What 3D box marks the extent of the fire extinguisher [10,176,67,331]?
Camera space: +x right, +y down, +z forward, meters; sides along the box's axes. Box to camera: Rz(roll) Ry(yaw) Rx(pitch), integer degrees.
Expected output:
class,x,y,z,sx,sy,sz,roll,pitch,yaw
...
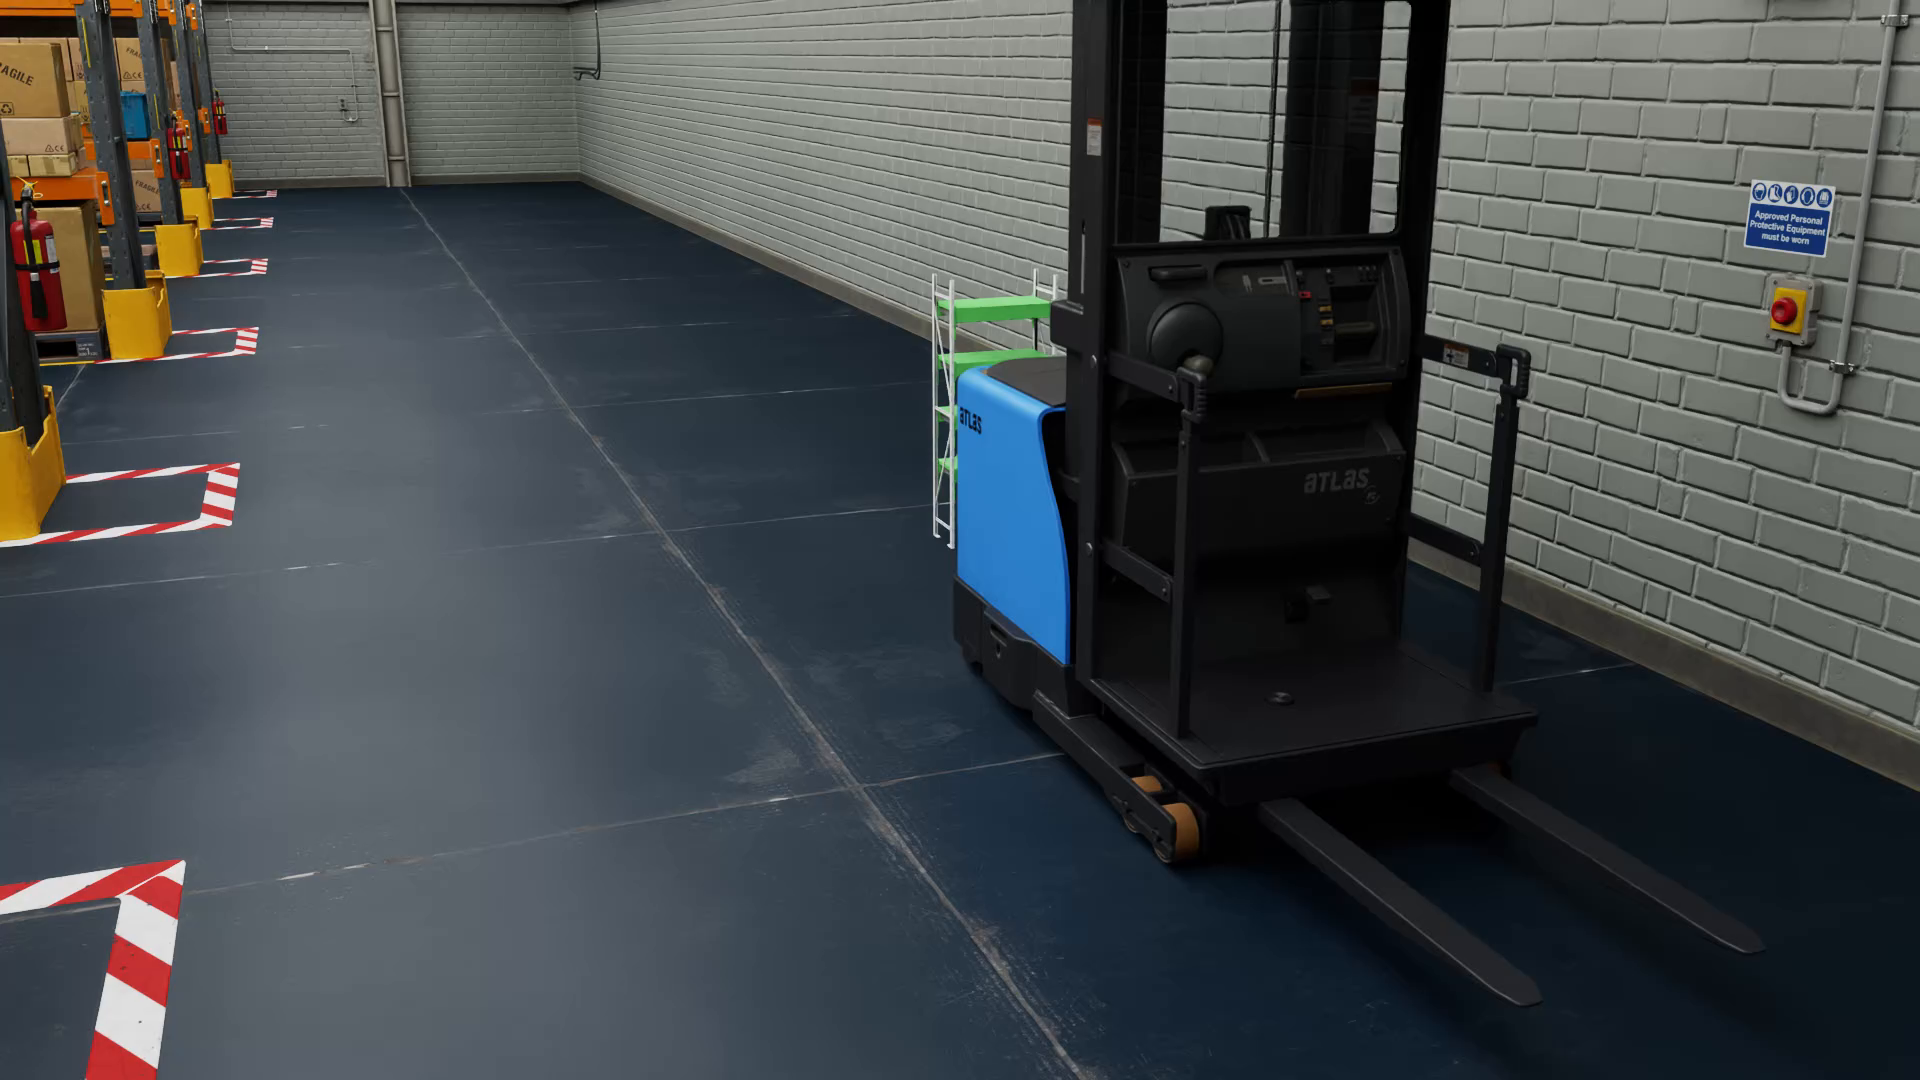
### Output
class,x,y,z,sx,sy,sz,roll,pitch,yaw
fire extinguisher,-4.134,-1.280,7.432,0.183,0.674,0.296,-6,17,-20

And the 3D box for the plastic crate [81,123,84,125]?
class,x,y,z,sx,sy,sz,roll,pitch,yaw
plastic crate,-8.683,-3.983,16.198,0.243,0.136,0.396,-6,17,-20

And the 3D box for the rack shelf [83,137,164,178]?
class,x,y,z,sx,sy,sz,roll,pitch,yaw
rack shelf,-9.854,-3.663,16.027,4.000,0.370,1.077,-6,17,-20

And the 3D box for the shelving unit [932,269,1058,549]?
class,x,y,z,sx,sy,sz,roll,pitch,yaw
shelving unit,0.155,-0.592,7.486,0.503,1.200,0.258,-6,17,-20

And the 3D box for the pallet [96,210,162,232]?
class,x,y,z,sx,sy,sz,roll,pitch,yaw
pallet,-10.571,-4.088,21.144,1.213,0.211,1.003,-6,17,-20

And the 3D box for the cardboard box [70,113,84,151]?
class,x,y,z,sx,sy,sz,roll,pitch,yaw
cardboard box,-6.759,-3.001,12.231,0.500,0.250,0.500,-7,18,-22

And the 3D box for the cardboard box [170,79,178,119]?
class,x,y,z,sx,sy,sz,roll,pitch,yaw
cardboard box,-10.264,-5.587,21.121,0.500,0.500,0.500,-6,17,-19

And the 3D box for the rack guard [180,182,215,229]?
class,x,y,z,sx,sy,sz,roll,pitch,yaw
rack guard,-9.827,-4.307,21.377,0.348,0.500,1.175,-6,17,-20

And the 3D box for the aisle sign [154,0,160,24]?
class,x,y,z,sx,sy,sz,roll,pitch,yaw
aisle sign,-8.026,-5.543,16.536,0.004,0.787,0.394,-6,17,-20

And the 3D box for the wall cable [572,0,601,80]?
class,x,y,z,sx,sy,sz,roll,pitch,yaw
wall cable,-6.122,-8.682,26.702,0.112,2.526,3.097,-6,17,-20

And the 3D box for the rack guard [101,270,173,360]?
class,x,y,z,sx,sy,sz,roll,pitch,yaw
rack guard,-6.192,-1.710,12.535,0.348,0.500,1.175,-6,17,-20

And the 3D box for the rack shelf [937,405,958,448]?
class,x,y,z,sx,sy,sz,roll,pitch,yaw
rack shelf,0.155,-0.531,7.504,0.480,0.148,0.258,-6,17,-20

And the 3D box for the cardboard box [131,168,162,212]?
class,x,y,z,sx,sy,sz,roll,pitch,yaw
cardboard box,-10.175,-4.406,20.934,0.500,0.500,0.500,-6,17,-20

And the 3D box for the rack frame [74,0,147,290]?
class,x,y,z,sx,sy,sz,roll,pitch,yaw
rack frame,-6.214,-2.907,12.174,0.127,3.000,1.000,-6,17,-20

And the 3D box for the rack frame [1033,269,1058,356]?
class,x,y,z,sx,sy,sz,roll,pitch,yaw
rack frame,0.382,-0.617,7.570,0.015,1.200,0.240,-6,17,-20

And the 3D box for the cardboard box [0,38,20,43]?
class,x,y,z,sx,sy,sz,roll,pitch,yaw
cardboard box,-11.506,-5.768,19.964,0.500,0.500,0.500,-6,17,-18

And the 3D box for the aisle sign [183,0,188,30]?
class,x,y,z,sx,sy,sz,roll,pitch,yaw
aisle sign,-9.797,-6.845,20.971,0.004,0.787,0.394,-6,17,-20

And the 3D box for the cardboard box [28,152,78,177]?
class,x,y,z,sx,sy,sz,roll,pitch,yaw
cardboard box,-6.429,-2.664,11.792,0.250,0.149,0.380,-6,17,-19

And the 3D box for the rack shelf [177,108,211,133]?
class,x,y,z,sx,sy,sz,roll,pitch,yaw
rack shelf,-13.399,-6.270,24.903,4.000,0.370,1.077,-6,17,-20

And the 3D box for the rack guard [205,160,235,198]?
class,x,y,z,sx,sy,sz,roll,pitch,yaw
rack guard,-11.509,-5.620,25.849,0.348,0.500,1.175,-6,17,-20

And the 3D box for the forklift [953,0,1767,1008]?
class,x,y,z,sx,sy,sz,roll,pitch,yaw
forklift,0.962,-0.648,4.605,1.130,2.935,3.031,-6,17,-19

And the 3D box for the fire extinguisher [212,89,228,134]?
class,x,y,z,sx,sy,sz,roll,pitch,yaw
fire extinguisher,-11.226,-6.495,25.190,0.183,0.674,0.296,-6,17,-20

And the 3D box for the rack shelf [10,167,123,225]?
class,x,y,z,sx,sy,sz,roll,pitch,yaw
rack shelf,-8.082,-2.360,11.589,4.000,0.370,1.077,-6,17,-20

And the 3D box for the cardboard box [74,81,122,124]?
class,x,y,z,sx,sy,sz,roll,pitch,yaw
cardboard box,-10.560,-5.392,20.458,0.500,0.500,0.500,-6,17,-20

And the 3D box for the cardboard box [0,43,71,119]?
class,x,y,z,sx,sy,sz,roll,pitch,yaw
cardboard box,-6.575,-3.219,11.645,0.500,0.500,0.500,-6,17,-19

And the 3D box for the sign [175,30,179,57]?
class,x,y,z,sx,sy,sz,roll,pitch,yaw
sign,-9.576,-6.073,20.339,0.005,0.325,0.100,-6,17,-20

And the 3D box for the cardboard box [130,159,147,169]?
class,x,y,z,sx,sy,sz,roll,pitch,yaw
cardboard box,-12.617,-5.672,25.279,0.500,0.500,0.700,-6,17,-20

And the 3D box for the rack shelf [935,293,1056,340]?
class,x,y,z,sx,sy,sz,roll,pitch,yaw
rack shelf,0.155,-0.992,7.369,0.480,0.148,0.258,-6,17,-20

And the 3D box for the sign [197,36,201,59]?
class,x,y,z,sx,sy,sz,roll,pitch,yaw
sign,-11.351,-7.342,24.801,0.005,0.325,0.100,-6,17,-20

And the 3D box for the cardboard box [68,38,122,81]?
class,x,y,z,sx,sy,sz,roll,pitch,yaw
cardboard box,-10.544,-5.873,20.323,0.500,0.500,0.500,-6,17,-19

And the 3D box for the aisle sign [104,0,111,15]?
class,x,y,z,sx,sy,sz,roll,pitch,yaw
aisle sign,-6.255,-4.241,12.102,0.004,0.787,0.394,-6,17,-20

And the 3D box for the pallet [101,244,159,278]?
class,x,y,z,sx,sy,sz,roll,pitch,yaw
pallet,-8.771,-2.799,16.756,1.213,0.211,1.003,-6,17,-20

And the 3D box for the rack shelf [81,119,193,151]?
class,x,y,z,sx,sy,sz,roll,pitch,yaw
rack shelf,-11.623,-4.967,20.466,4.000,0.370,1.077,-6,17,-20

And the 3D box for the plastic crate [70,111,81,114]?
class,x,y,z,sx,sy,sz,roll,pitch,yaw
plastic crate,-8.950,-4.154,16.611,0.300,0.233,0.416,-6,17,-20

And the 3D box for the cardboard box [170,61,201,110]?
class,x,y,z,sx,sy,sz,roll,pitch,yaw
cardboard box,-12.004,-6.907,25.262,0.700,0.700,0.980,-5,17,-18

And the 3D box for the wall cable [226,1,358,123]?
class,x,y,z,sx,sy,sz,roll,pitch,yaw
wall cable,-10.675,-7.682,26.632,1.851,1.984,0.084,-6,17,-20

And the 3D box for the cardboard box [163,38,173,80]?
class,x,y,z,sx,sy,sz,roll,pitch,yaw
cardboard box,-10.264,-6.066,20.980,0.500,0.500,0.500,-6,17,-18

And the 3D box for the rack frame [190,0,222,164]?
class,x,y,z,sx,sy,sz,roll,pitch,yaw
rack frame,-11.532,-6.817,25.488,0.127,3.000,1.000,-6,17,-20

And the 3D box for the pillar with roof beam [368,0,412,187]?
class,x,y,z,sx,sy,sz,roll,pitch,yaw
pillar with roof beam,-7.780,-9.062,22.488,0.400,9.000,9.100,-6,17,-20
